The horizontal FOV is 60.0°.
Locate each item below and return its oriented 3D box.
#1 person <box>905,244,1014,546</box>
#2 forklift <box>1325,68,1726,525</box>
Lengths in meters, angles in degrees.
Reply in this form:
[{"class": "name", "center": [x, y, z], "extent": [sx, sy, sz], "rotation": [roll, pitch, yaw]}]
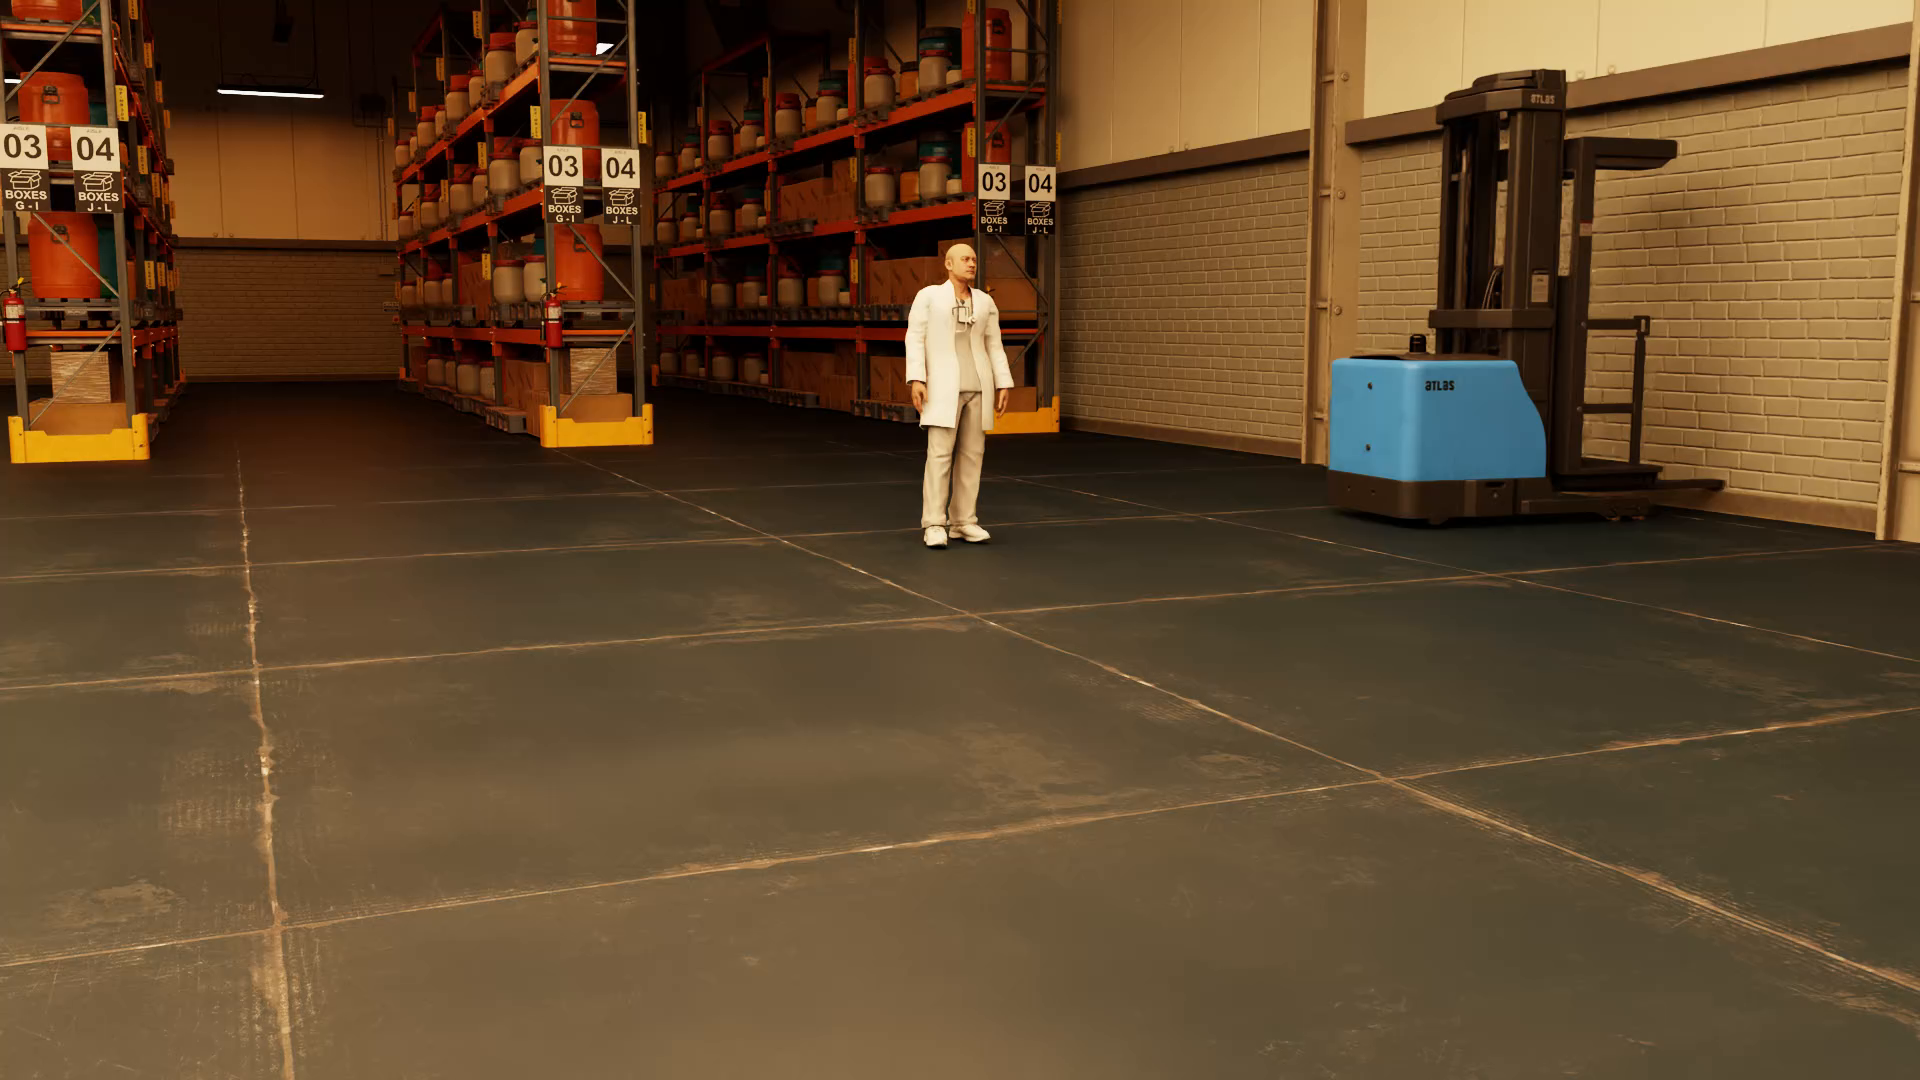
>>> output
[{"class": "person", "center": [0.033, -0.877, 9.952], "extent": [0.696, 1.777, 0.578], "rotation": [-3, 8, -23]}, {"class": "forklift", "center": [4.104, -1.638, 11.366], "extent": [3.031, 2.935, 1.130], "rotation": [-2, 8, -18]}]
